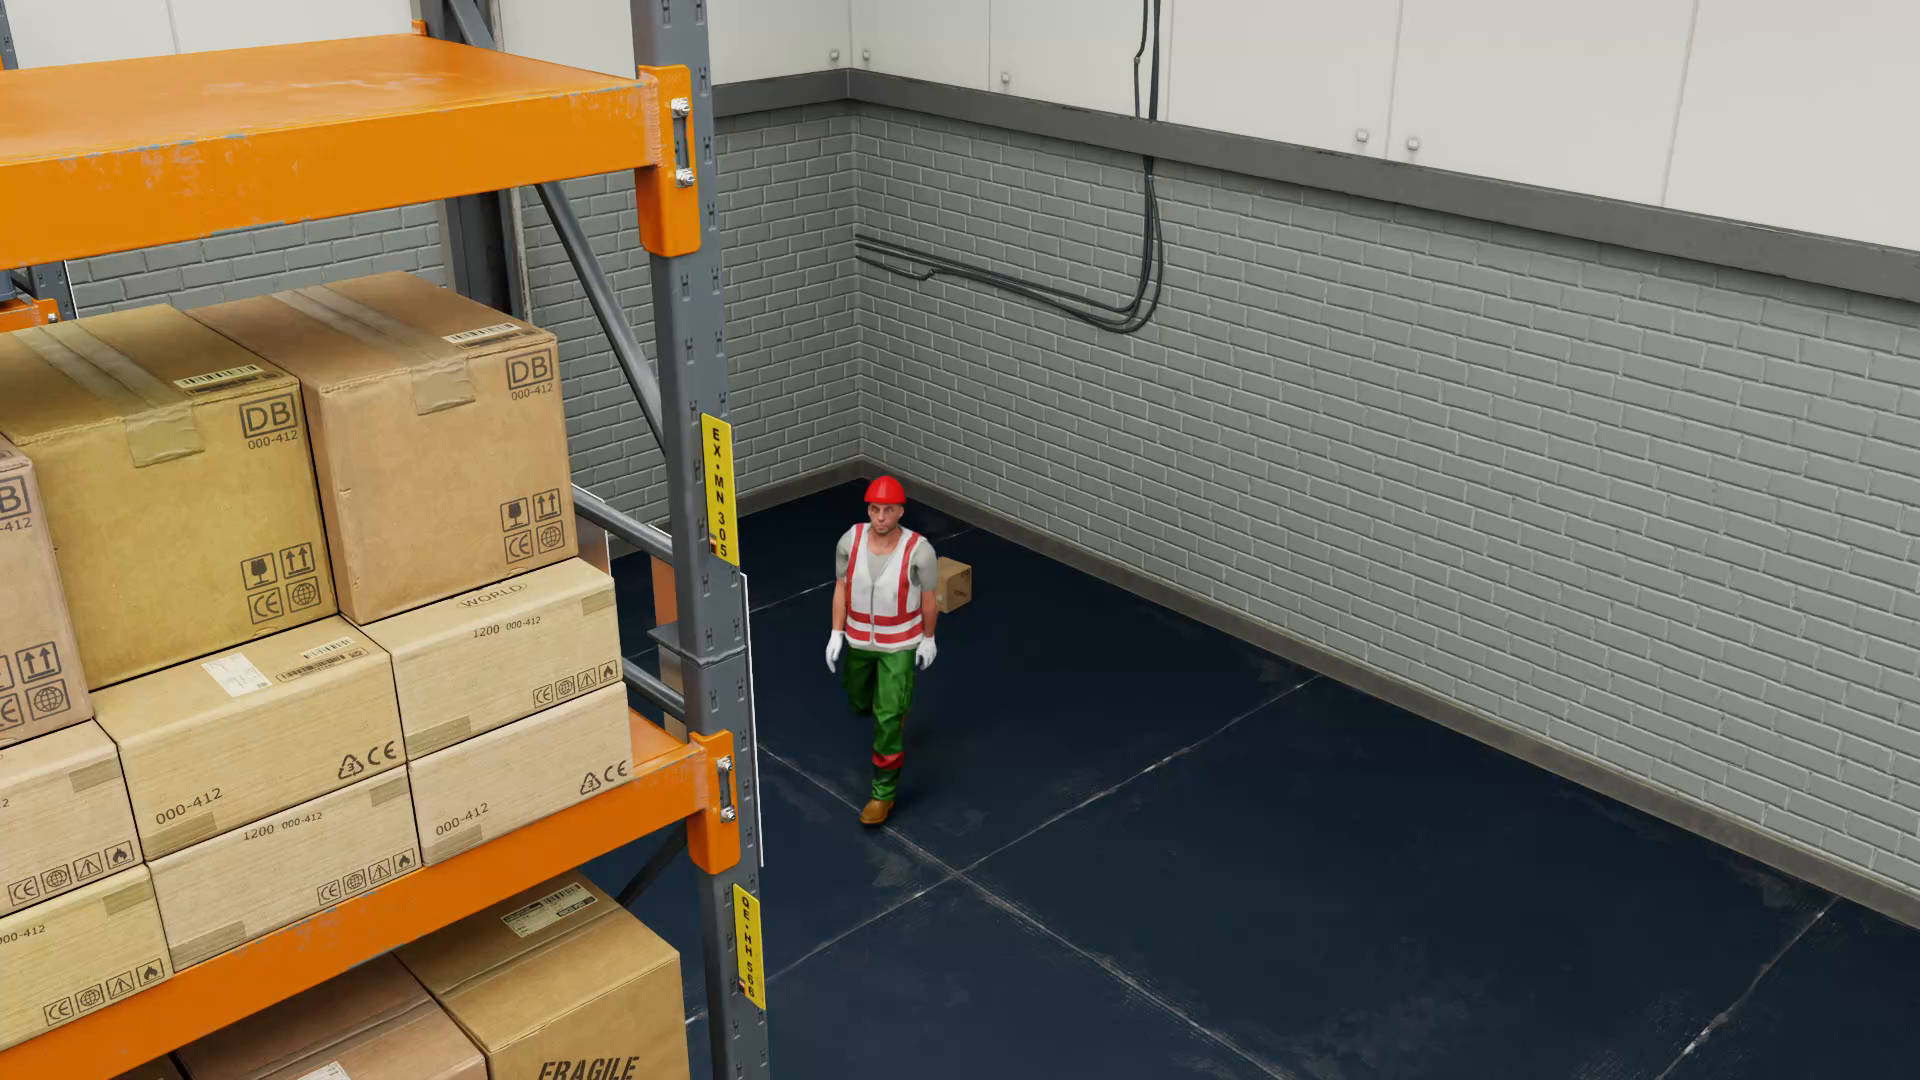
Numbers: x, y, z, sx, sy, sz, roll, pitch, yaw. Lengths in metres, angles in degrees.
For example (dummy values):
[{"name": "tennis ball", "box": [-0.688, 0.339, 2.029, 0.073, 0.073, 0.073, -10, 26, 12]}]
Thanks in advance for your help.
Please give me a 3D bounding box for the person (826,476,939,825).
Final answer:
[{"name": "person", "box": [-0.380, 0.489, 8.456, 0.537, 1.756, 0.918, 8, 25, 18]}]
